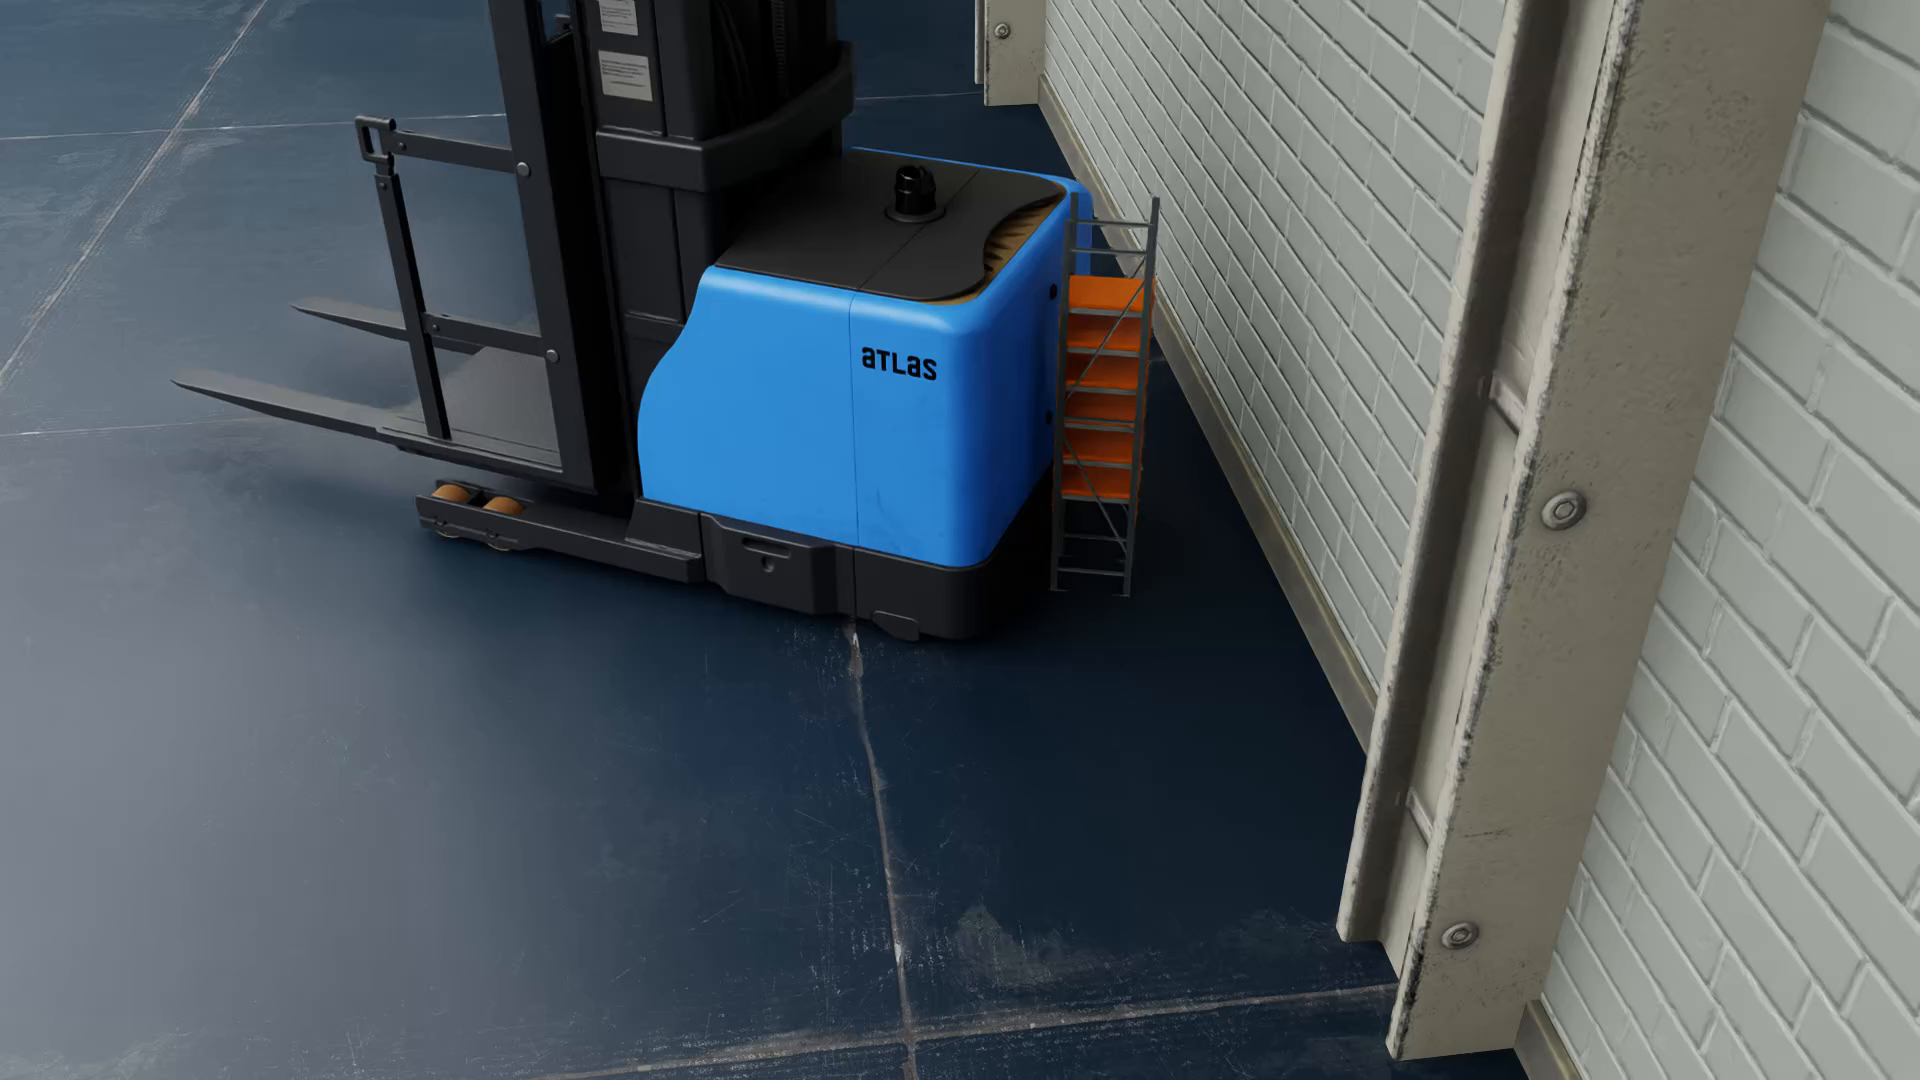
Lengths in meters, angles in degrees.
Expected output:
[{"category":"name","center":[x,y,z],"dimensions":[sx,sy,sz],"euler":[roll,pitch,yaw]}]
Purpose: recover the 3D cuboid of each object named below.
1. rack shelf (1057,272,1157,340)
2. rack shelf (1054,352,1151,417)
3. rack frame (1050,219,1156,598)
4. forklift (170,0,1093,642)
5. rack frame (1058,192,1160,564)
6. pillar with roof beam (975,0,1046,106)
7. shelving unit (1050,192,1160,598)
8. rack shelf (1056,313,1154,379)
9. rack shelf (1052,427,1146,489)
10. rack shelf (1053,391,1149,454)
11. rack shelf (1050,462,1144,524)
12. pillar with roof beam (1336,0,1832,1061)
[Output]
[{"category":"rack shelf","center":[0.405,-0.645,4.570],"dimensions":[0.258,0.103,0.180],"euler":[5,35,7]},{"category":"rack shelf","center":[0.405,-0.447,4.706],"dimensions":[0.258,0.103,0.180],"euler":[5,35,7]},{"category":"rack frame","center":[0.391,-0.333,4.673],"dimensions":[0.240,1.200,0.006],"euler":[5,35,7]},{"category":"forklift","center":[-1.163,-1.439,4.759],"dimensions":[3.031,2.935,1.130],"euler":[12,36,18]},{"category":"rack frame","center":[0.419,-0.435,4.823],"dimensions":[0.240,1.200,0.006],"euler":[5,35,7]},{"category":"pillar with roof beam","center":[-4.009,-5.736,5.677],"dimensions":[9.100,9.000,0.400],"euler":[-4,35,-6]},{"category":"shelving unit","center":[0.405,-0.384,4.748],"dimensions":[0.258,1.200,0.189],"euler":[5,35,7]},{"category":"rack shelf","center":[0.405,-0.546,4.638],"dimensions":[0.258,0.103,0.180],"euler":[5,35,7]},{"category":"rack shelf","center":[0.405,-0.248,4.841],"dimensions":[0.258,0.103,0.180],"euler":[5,35,7]},{"category":"rack shelf","center":[0.405,-0.347,4.773],"dimensions":[0.258,0.103,0.180],"euler":[5,35,7]},{"category":"rack shelf","center":[0.405,-0.149,4.908],"dimensions":[0.258,0.103,0.180],"euler":[5,35,7]},{"category":"pillar with roof beam","center":[-3.202,-2.388,0.763],"dimensions":[9.100,9.000,0.400],"euler":[-4,35,-6]}]
